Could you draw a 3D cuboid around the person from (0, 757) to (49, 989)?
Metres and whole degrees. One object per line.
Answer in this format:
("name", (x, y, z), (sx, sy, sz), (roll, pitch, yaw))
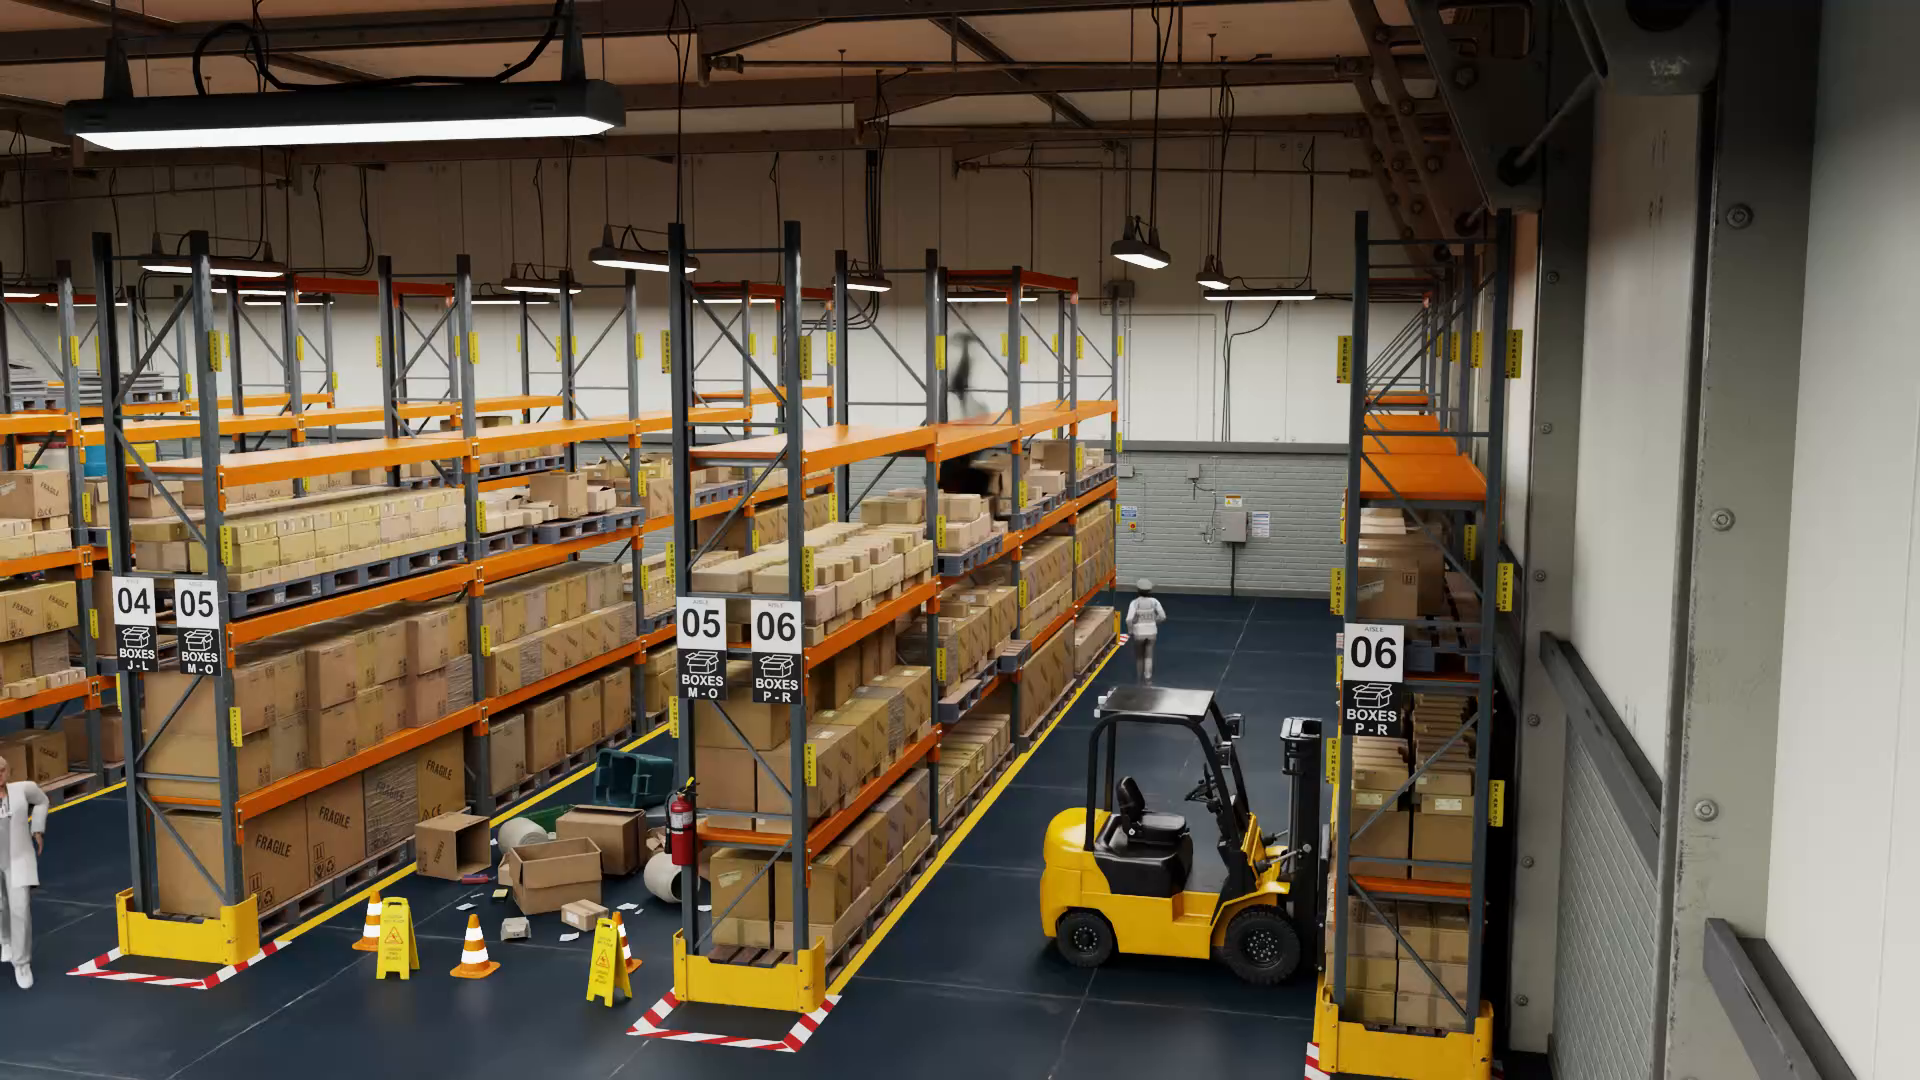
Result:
("person", (-7.754, 2.642, 13.468), (0.689, 1.834, 0.882), (-3, 8, -25))

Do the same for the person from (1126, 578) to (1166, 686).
("person", (2.725, 1.406, 24.116), (0.532, 1.699, 0.777), (-1, 7, -4))
